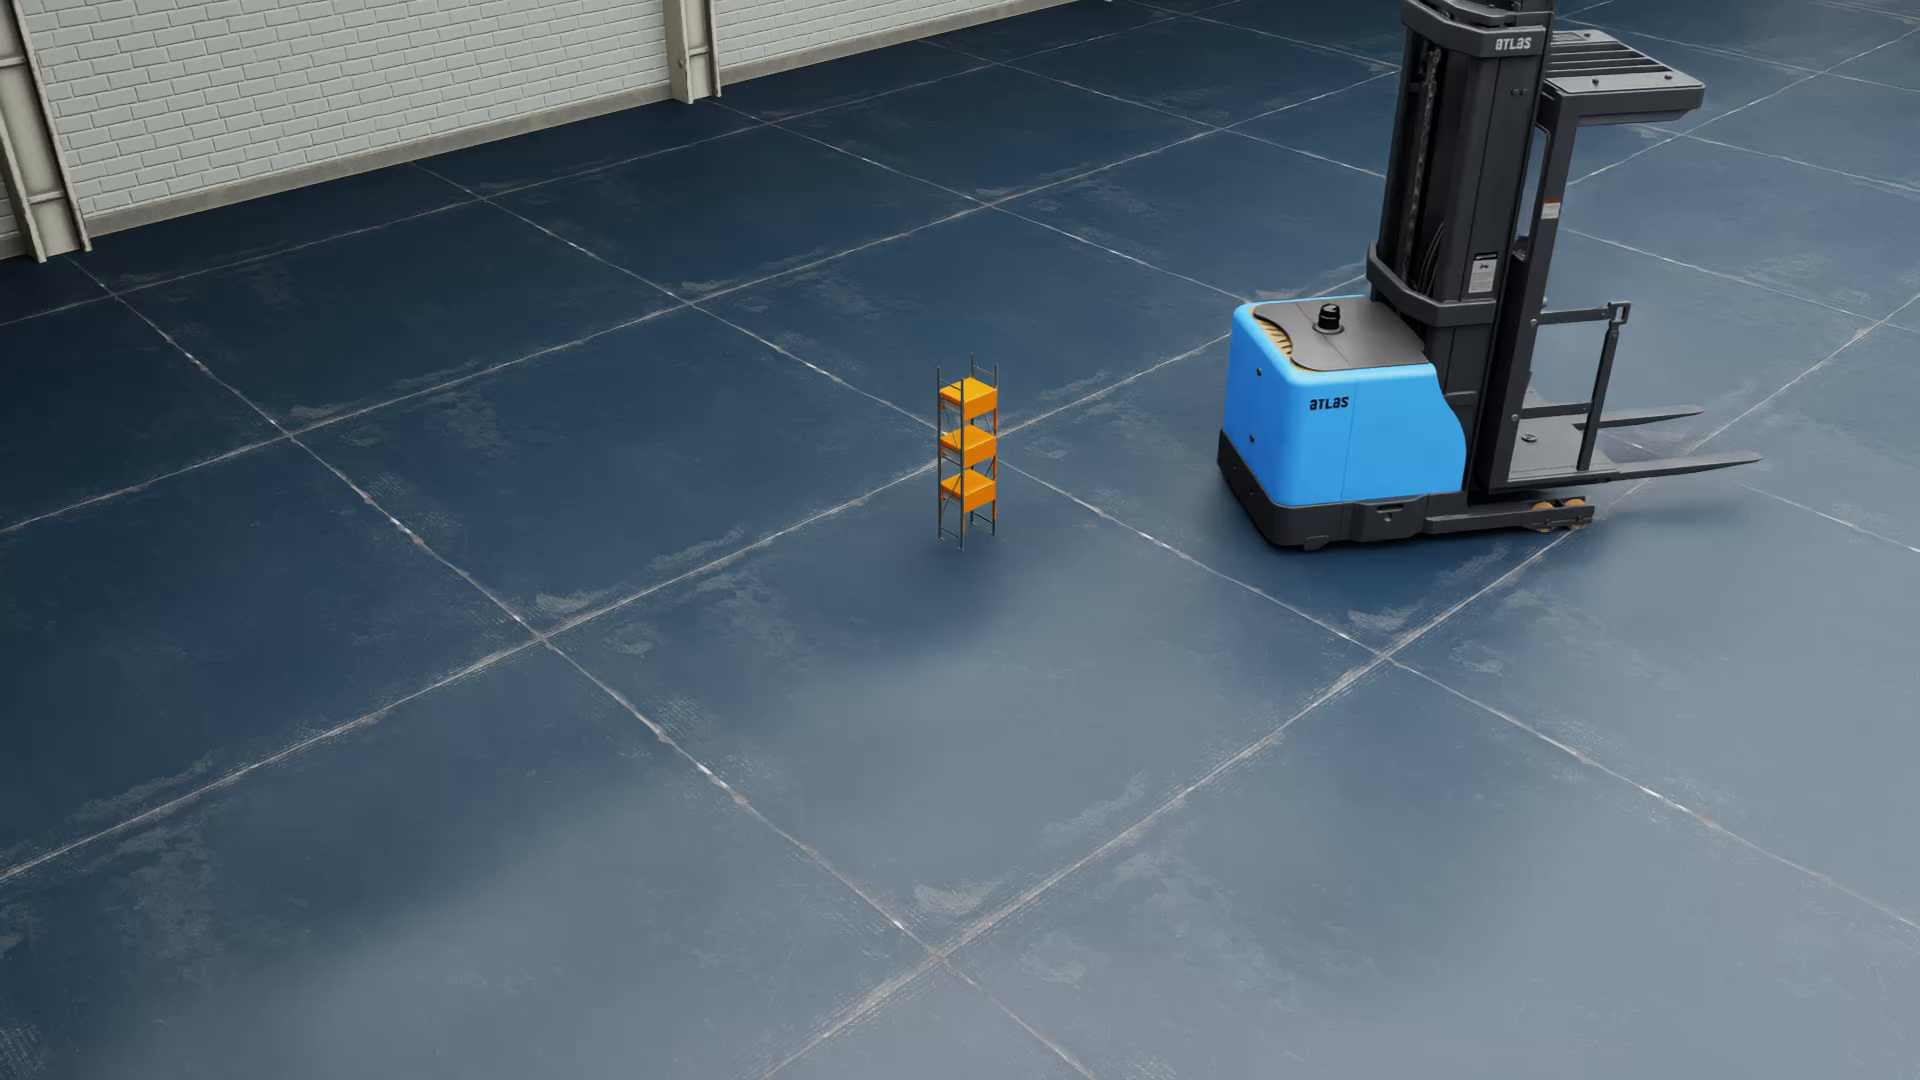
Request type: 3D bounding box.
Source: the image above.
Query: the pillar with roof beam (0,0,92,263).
[{"bbox_3d":[-4.075,-4.440,7.885,0.400,9.000,9.100,-26,40,-35],"label":"pillar with roof beam"}]

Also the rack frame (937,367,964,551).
[{"bbox_3d":[-0.050,-0.424,8.936,0.008,1.050,0.200,-26,40,-35],"label":"rack frame"}]

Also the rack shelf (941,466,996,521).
[{"bbox_3d":[0.039,-0.221,9.158,0.240,0.259,0.215,-26,40,-35],"label":"rack shelf"}]

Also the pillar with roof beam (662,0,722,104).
[{"bbox_3d":[0.325,-6.568,11.366,0.400,9.000,9.100,-26,40,-35],"label":"pillar with roof beam"}]

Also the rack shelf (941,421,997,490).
[{"bbox_3d":[0.039,-0.458,9.013,0.240,0.259,0.215,-26,40,-35],"label":"rack shelf"}]

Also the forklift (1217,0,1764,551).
[{"bbox_3d":[3.091,-1.560,8.991,3.031,2.935,1.130,-6,32,-9],"label":"forklift"}]

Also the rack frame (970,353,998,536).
[{"bbox_3d":[0.129,-0.510,9.078,0.008,1.050,0.200,-26,40,-35],"label":"rack frame"}]

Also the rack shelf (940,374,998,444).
[{"bbox_3d":[0.039,-0.700,8.865,0.240,0.259,0.215,-26,40,-35],"label":"rack shelf"}]

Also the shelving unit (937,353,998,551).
[{"bbox_3d":[0.039,-0.467,9.007,0.252,1.050,0.215,-26,40,-35],"label":"shelving unit"}]
